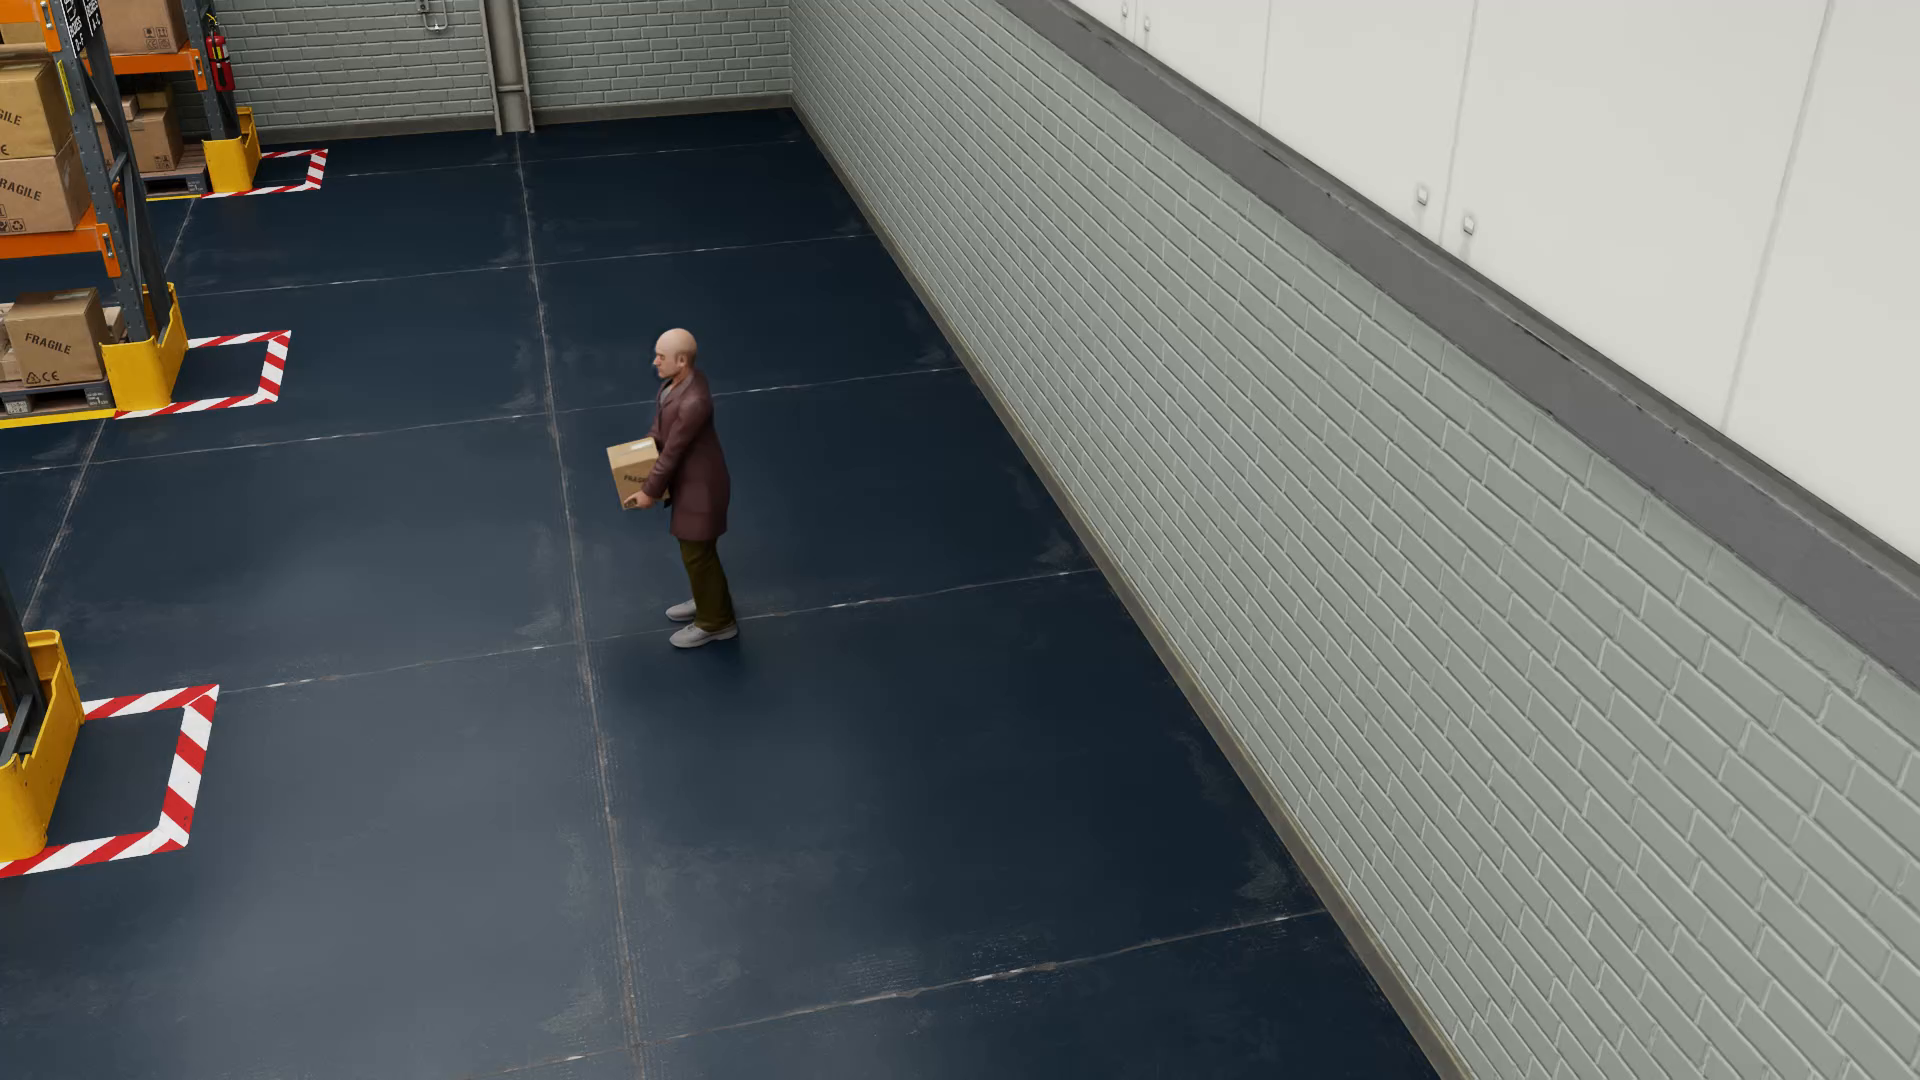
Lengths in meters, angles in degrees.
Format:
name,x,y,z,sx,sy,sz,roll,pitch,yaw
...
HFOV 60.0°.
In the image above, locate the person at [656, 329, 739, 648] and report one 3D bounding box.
name,x,y,z,sx,sy,sz,roll,pitch,yaw
person,-1.397,-0.287,8.756,0.424,1.776,0.594,-9,31,-15
